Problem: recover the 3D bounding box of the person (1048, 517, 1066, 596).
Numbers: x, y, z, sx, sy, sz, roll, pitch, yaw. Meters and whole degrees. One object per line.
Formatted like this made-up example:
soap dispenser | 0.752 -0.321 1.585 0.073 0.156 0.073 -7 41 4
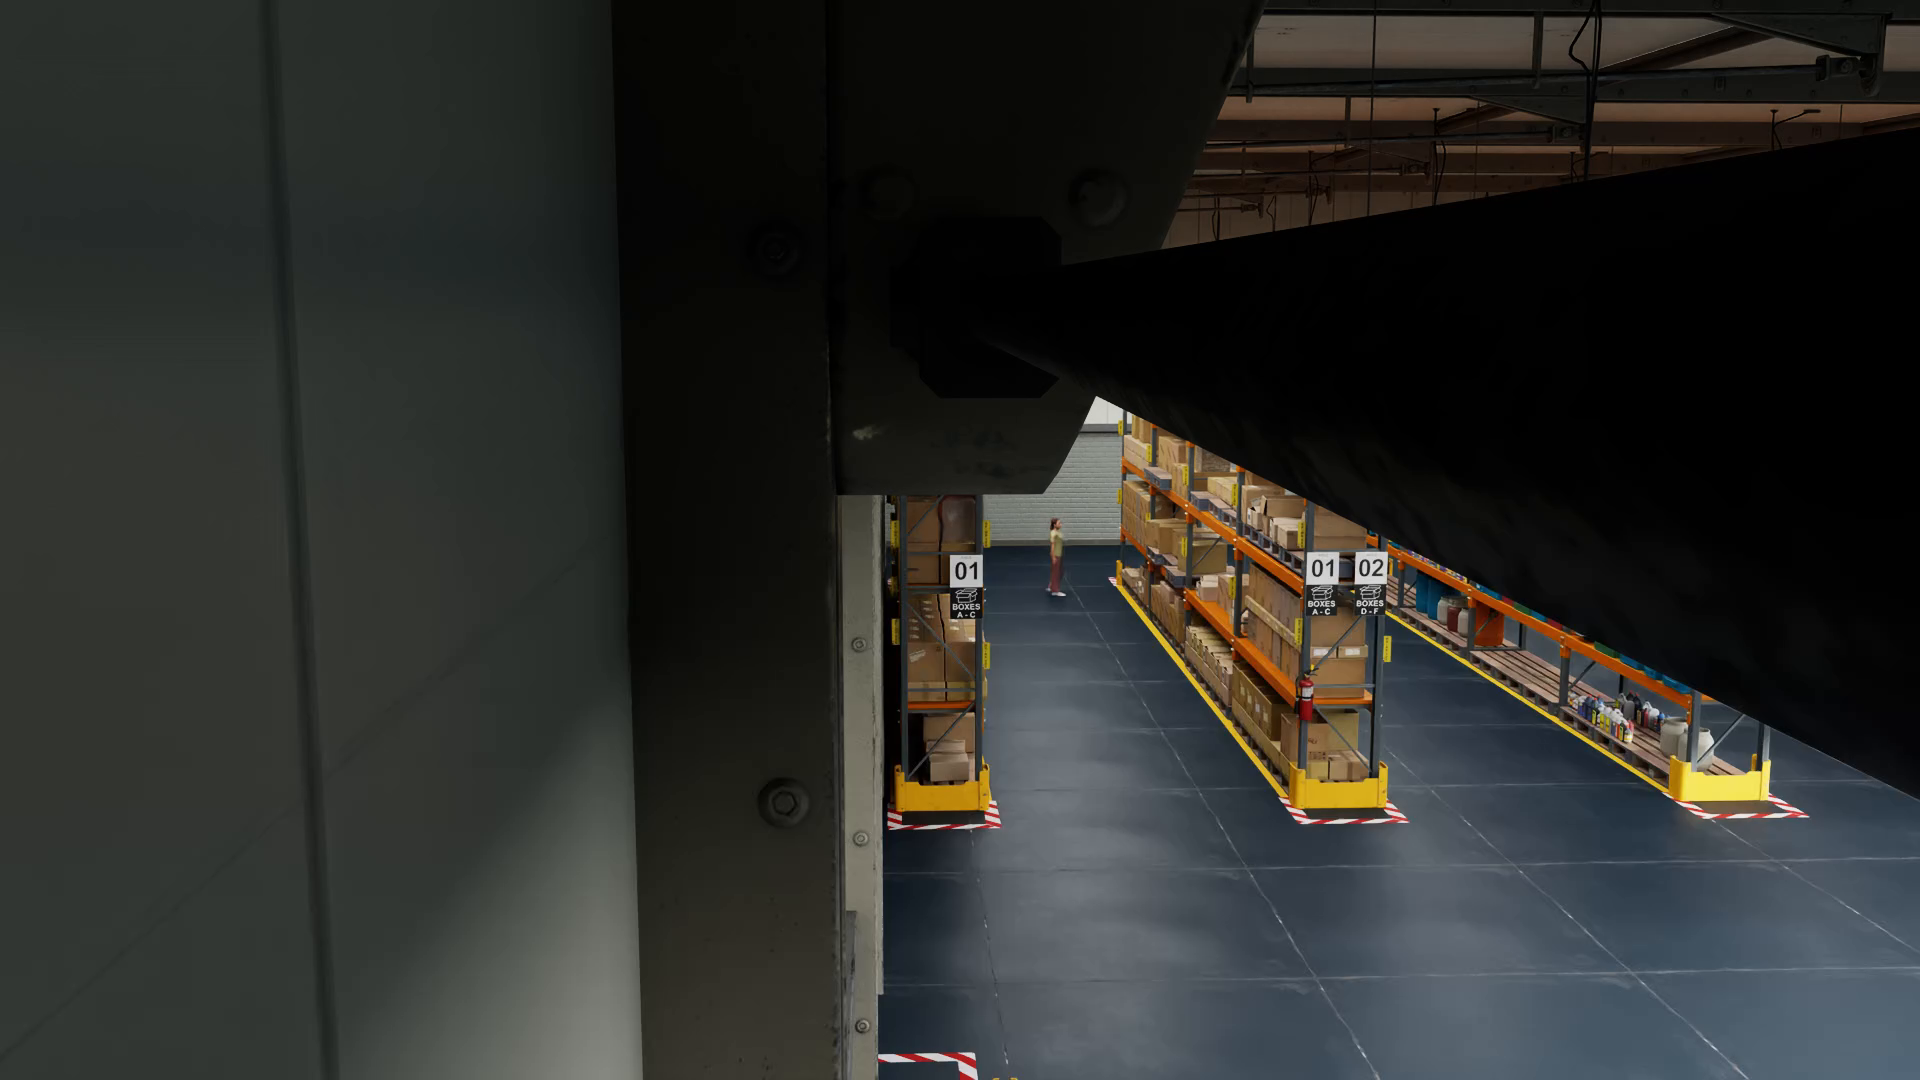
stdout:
person | 2.051 0.345 35.053 0.439 1.675 0.514 4 9 26
